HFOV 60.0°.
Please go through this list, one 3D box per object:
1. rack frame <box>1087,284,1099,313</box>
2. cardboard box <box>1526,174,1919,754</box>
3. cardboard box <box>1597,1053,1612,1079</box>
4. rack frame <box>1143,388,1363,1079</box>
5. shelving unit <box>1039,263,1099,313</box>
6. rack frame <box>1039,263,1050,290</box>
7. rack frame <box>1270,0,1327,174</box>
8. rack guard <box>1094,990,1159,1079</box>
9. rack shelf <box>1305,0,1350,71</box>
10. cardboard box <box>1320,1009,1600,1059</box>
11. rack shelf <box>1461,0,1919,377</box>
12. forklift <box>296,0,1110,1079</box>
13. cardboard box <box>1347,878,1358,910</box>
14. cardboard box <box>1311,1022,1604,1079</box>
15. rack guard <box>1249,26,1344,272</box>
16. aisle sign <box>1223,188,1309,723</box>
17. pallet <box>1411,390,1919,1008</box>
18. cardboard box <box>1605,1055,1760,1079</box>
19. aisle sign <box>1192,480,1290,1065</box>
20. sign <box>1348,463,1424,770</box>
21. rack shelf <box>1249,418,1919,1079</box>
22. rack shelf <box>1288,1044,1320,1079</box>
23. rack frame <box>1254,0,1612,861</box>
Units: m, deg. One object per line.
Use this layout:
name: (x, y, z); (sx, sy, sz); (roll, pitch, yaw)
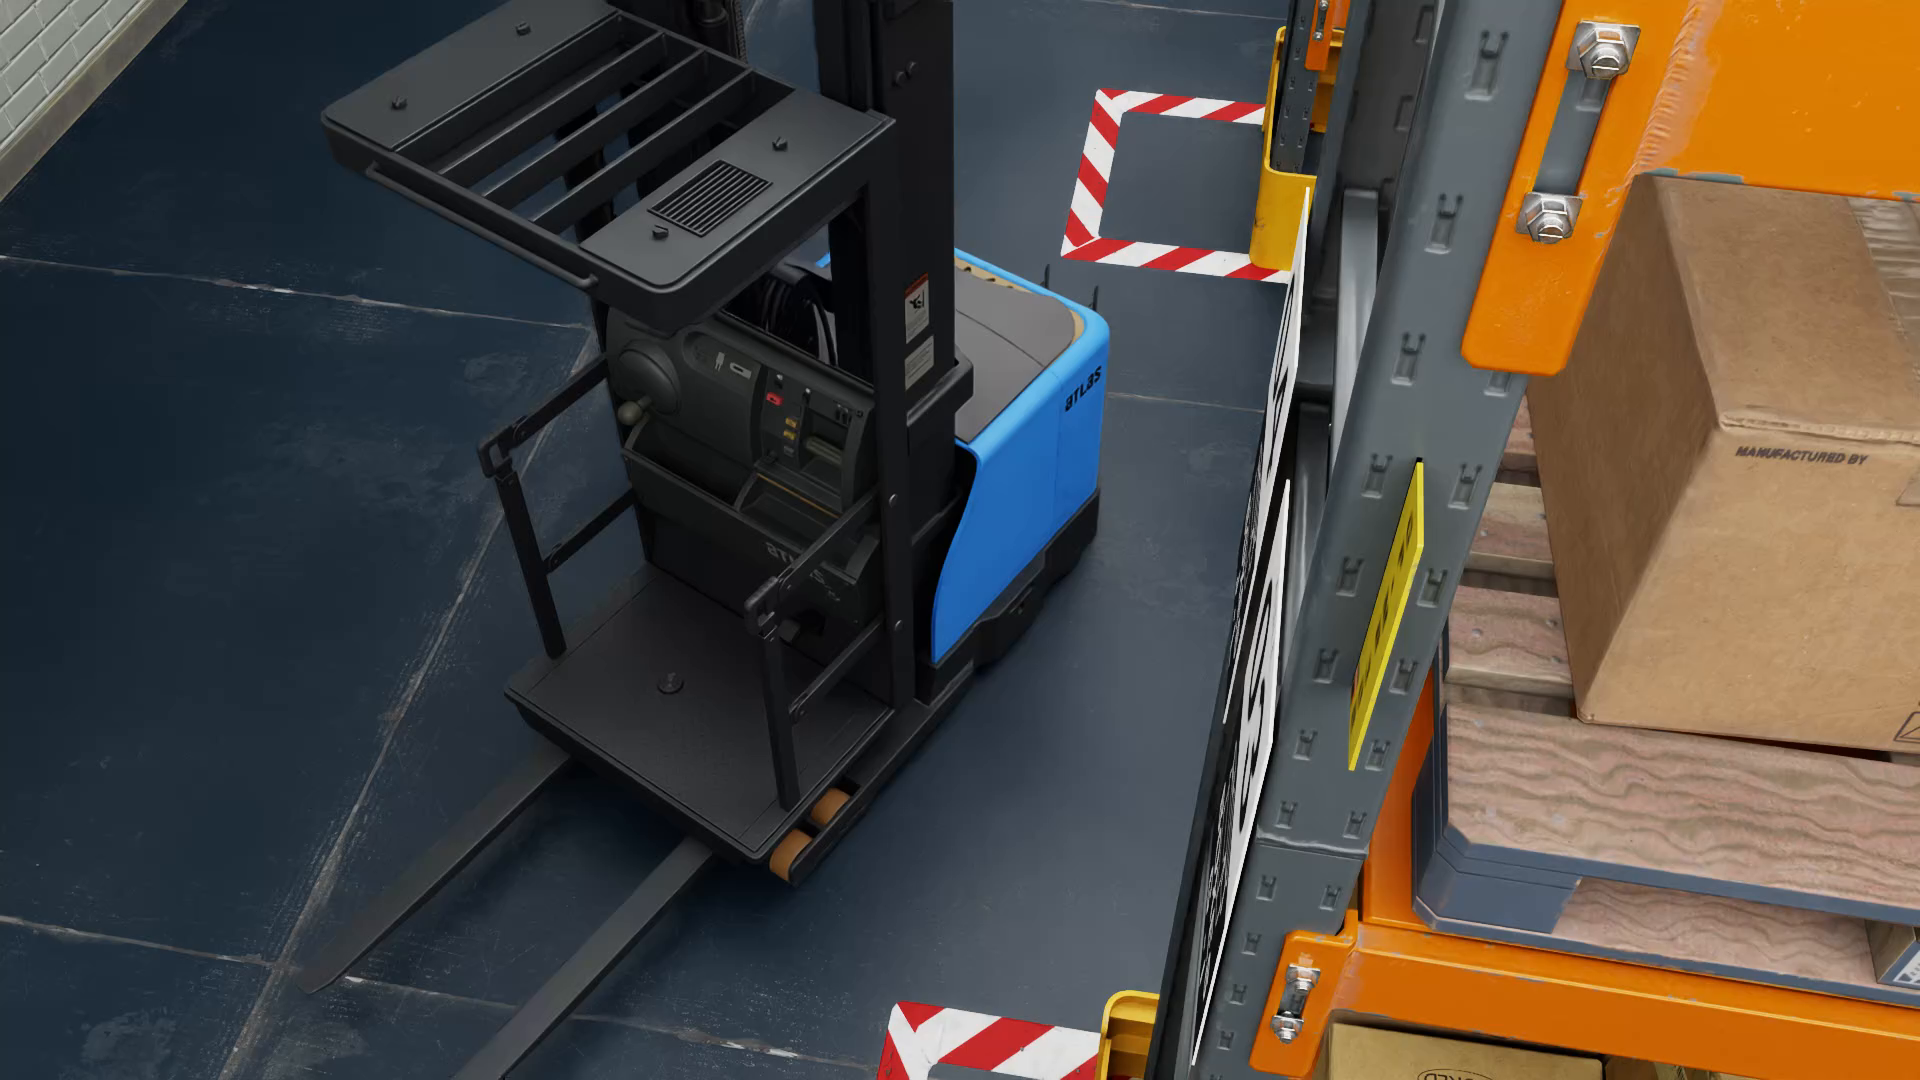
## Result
rack frame: (0.418, -0.526, 6.117); (0.006, 0.900, 0.240); (27, 54, 22)
cardboard box: (1.009, -0.187, 1.968); (0.500, 0.500, 0.700); (5, 48, 5)
cardboard box: (1.511, 0.881, 3.343); (0.500, 0.250, 0.500); (7, 48, 6)
rack frame: (0.488, 0.993, 3.341); (0.127, 3.000, 1.000); (8, 49, 7)
shelving unit: (0.335, -0.569, 6.156); (0.210, 0.900, 0.258); (27, 54, 22)
rack frame: (0.251, -0.612, 6.195); (0.006, 0.900, 0.240); (27, 54, 22)
rack frame: (1.470, -2.624, 6.591); (0.127, 3.000, 1.000); (8, 49, 7)
rack guard: (0.465, 1.825, 4.274); (0.348, 0.500, 1.175); (8, 49, 7)
rack shelf: (3.438, -2.119, 6.621); (4.000, 0.370, 1.077); (8, 49, 7)
cardboard box: (1.012, 0.814, 3.403); (0.500, 0.250, 0.500); (7, 48, 6)
rack shelf: (2.456, -0.373, 1.288); (4.000, 0.370, 1.077); (8, 49, 7)
forklift: (-0.761, -0.314, 4.562); (1.130, 2.935, 3.031); (28, 54, 23)
cardboard box: (1.014, 0.565, 3.122); (0.500, 0.500, 0.500); (8, 49, 7)
cardboard box: (0.913, 1.205, 3.052); (0.500, 0.250, 0.500); (7, 48, 6)
rack guard: (1.545, -1.779, 7.512); (0.348, 0.500, 1.175); (8, 49, 7)
aisle sign: (0.471, -0.105, 2.580); (0.004, 0.787, 0.394); (8, 49, 7)
pallet: (1.220, 0.111, 2.177); (1.213, 0.211, 1.003); (8, 49, 7)
cardboard box: (1.405, 1.020, 2.713); (0.500, 0.500, 0.500); (7, 48, 6)
aisle sign: (0.364, 0.334, 2.185); (0.004, 0.787, 0.394); (8, 49, 7)
sign: (0.384, 0.077, 1.507); (0.005, 0.325, 0.100); (8, 49, 7)
rack shelf: (2.456, 0.495, 2.255); (4.000, 0.370, 1.077); (8, 49, 7)
rack shelf: (2.456, 1.498, 3.371); (4.000, 0.370, 1.077); (8, 49, 7)
rack frame: (0.488, -1.012, 1.110); (0.127, 3.000, 1.000); (8, 49, 7)
